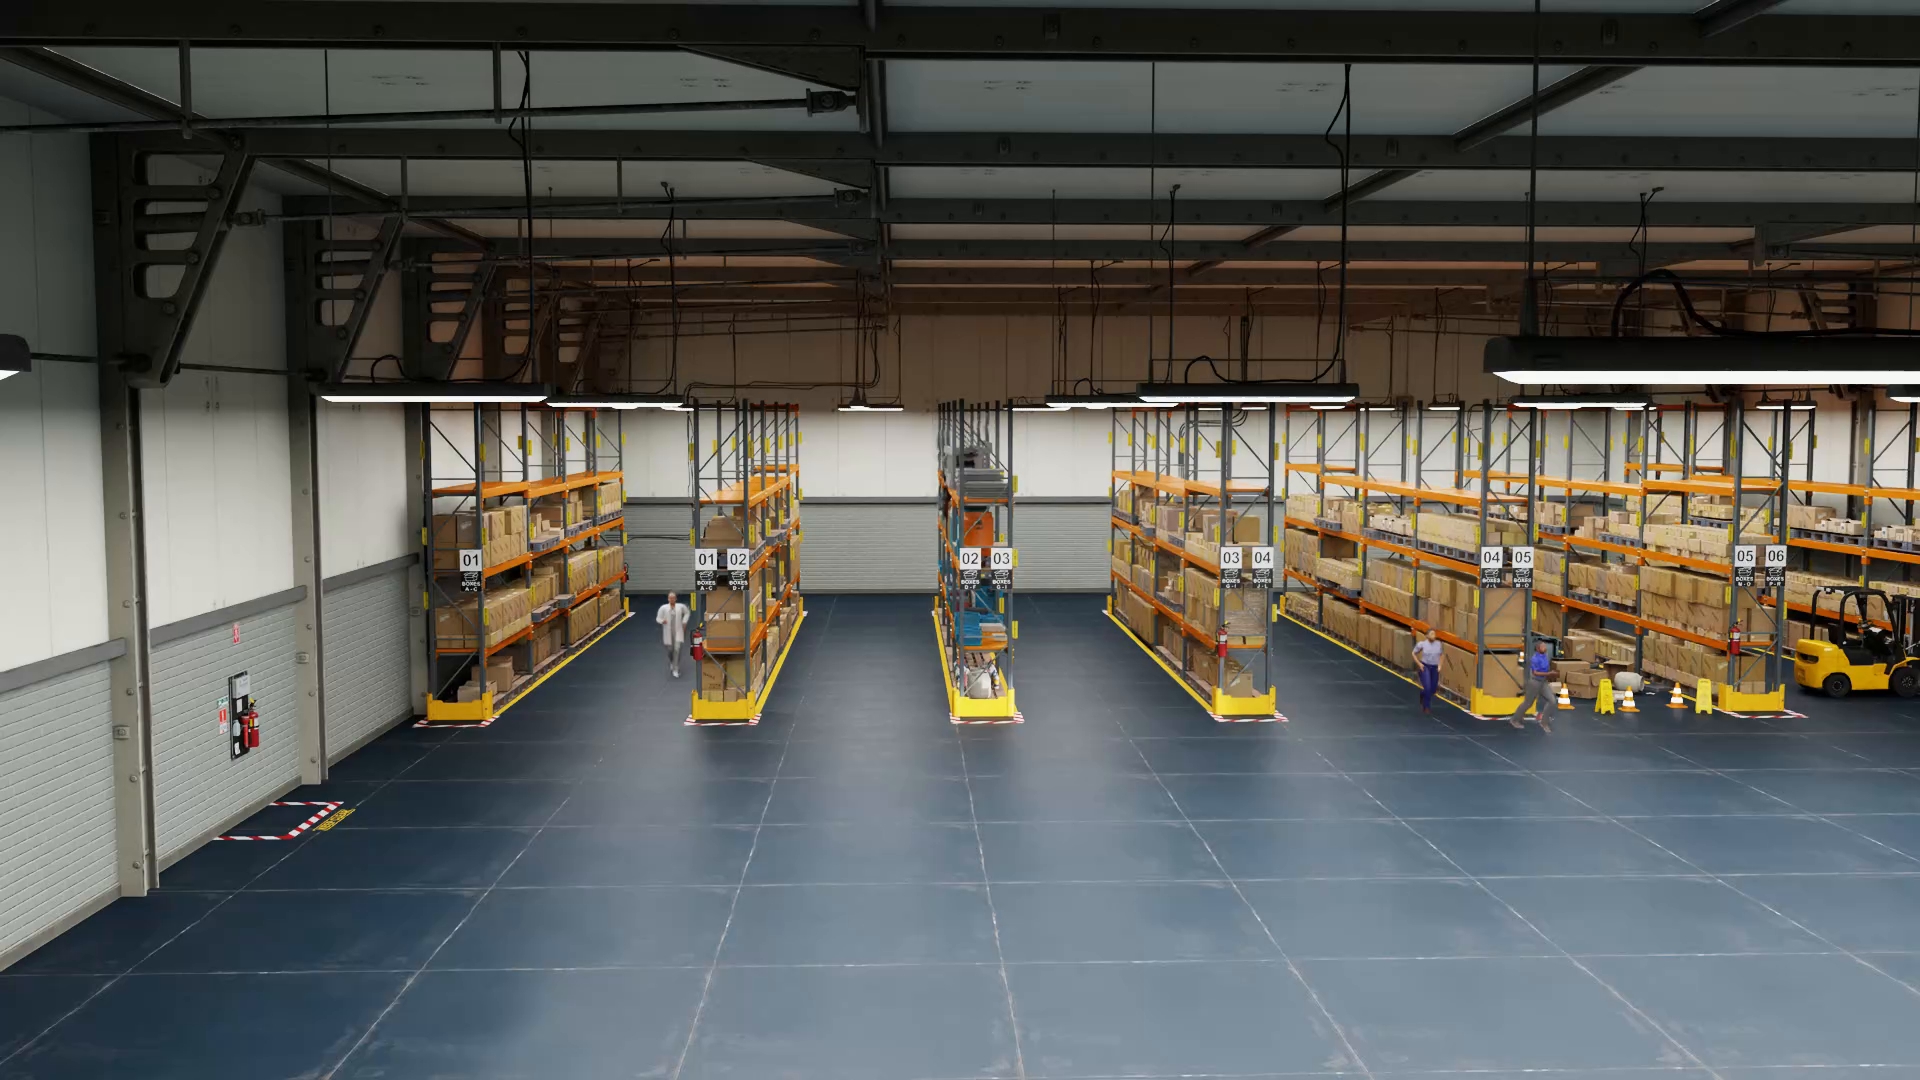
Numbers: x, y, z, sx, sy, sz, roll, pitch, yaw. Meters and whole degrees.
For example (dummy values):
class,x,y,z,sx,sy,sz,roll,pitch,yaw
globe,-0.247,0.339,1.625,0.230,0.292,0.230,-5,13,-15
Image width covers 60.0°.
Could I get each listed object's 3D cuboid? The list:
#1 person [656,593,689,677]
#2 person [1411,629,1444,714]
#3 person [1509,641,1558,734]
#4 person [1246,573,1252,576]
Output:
class,x,y,z,sx,sy,sz,roll,pitch,yaw
person,-6.302,2.053,36.495,0.707,1.798,1.049,-1,4,-7
person,9.007,2.512,32.067,0.623,1.635,0.704,-1,4,-10
person,10.364,2.638,29.866,0.586,1.693,0.878,-4,6,-40
person,8.027,1.371,45.993,0.587,1.669,0.976,0,4,-1
